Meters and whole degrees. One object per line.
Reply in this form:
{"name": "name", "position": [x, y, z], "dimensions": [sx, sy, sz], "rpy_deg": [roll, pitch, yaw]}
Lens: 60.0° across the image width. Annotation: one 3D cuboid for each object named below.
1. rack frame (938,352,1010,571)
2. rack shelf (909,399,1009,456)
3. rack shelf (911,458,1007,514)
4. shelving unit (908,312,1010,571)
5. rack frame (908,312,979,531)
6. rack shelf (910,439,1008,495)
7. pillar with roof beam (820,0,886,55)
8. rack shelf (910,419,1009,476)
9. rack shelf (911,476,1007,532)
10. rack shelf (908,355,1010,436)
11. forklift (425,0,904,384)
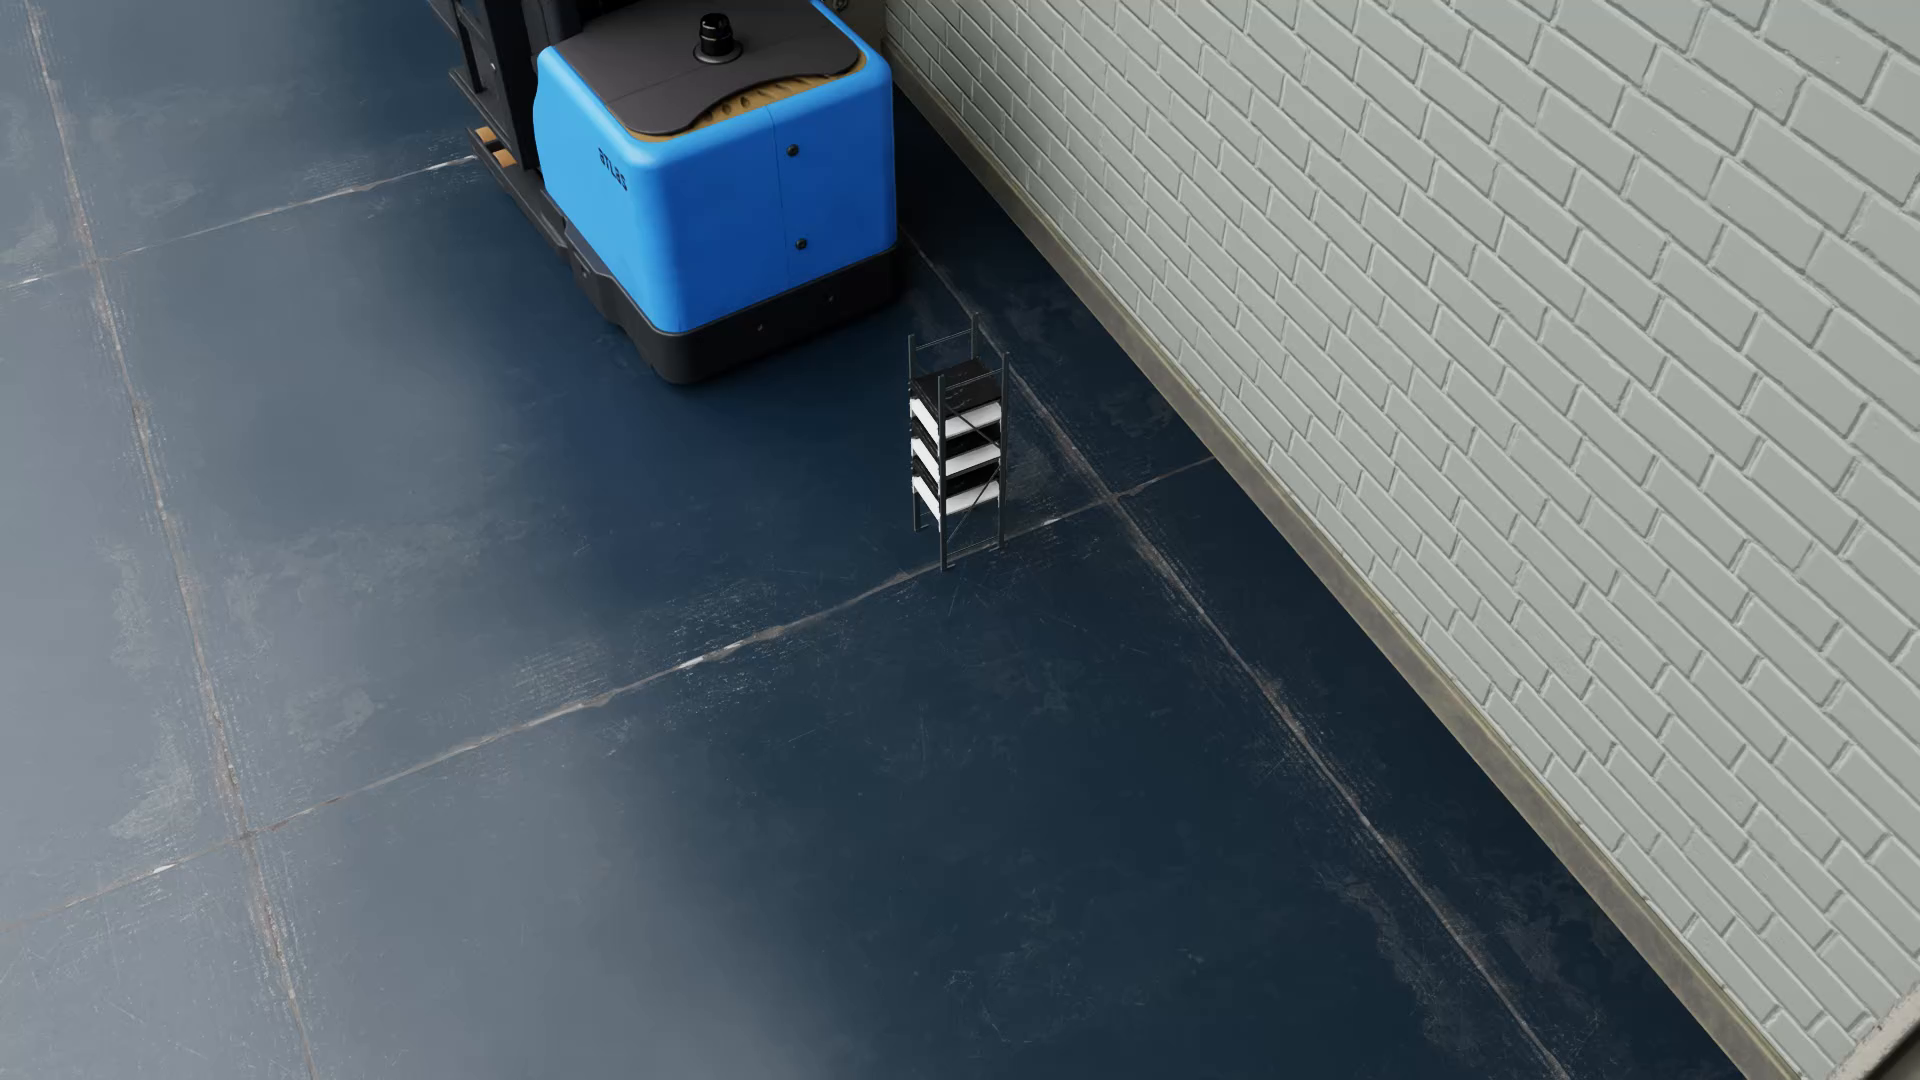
{"name": "rack frame", "position": [0.043, -0.234, 5.357], "dimensions": [0.240, 0.900, 0.006], "rpy_deg": [-21, 52, -18]}
{"name": "rack shelf", "position": [-0.004, -0.398, 5.306], "dimensions": [0.258, 0.077, 0.200], "rpy_deg": [-21, 52, -18]}
{"name": "rack shelf", "position": [-0.004, -0.220, 5.509], "dimensions": [0.258, 0.077, 0.200], "rpy_deg": [-21, 52, -18]}
{"name": "shelving unit", "position": [-0.004, -0.302, 5.416], "dimensions": [0.258, 0.900, 0.210], "rpy_deg": [-21, 52, -18]}
{"name": "rack frame", "position": [-0.050, -0.370, 5.476], "dimensions": [0.240, 0.900, 0.006], "rpy_deg": [-21, 52, -18]}
{"name": "rack shelf", "position": [-0.004, -0.280, 5.441], "dimensions": [0.258, 0.077, 0.200], "rpy_deg": [-21, 52, -18]}
{"name": "pillar with roof beam", "position": [-4.382, -3.747, 3.049], "dimensions": [9.100, 9.000, 0.400], "rpy_deg": [-21, 52, -18]}
{"name": "rack shelf", "position": [-0.004, -0.339, 5.373], "dimensions": [0.258, 0.077, 0.200], "rpy_deg": [-21, 52, -18]}
{"name": "rack shelf", "position": [-0.004, -0.161, 5.577], "dimensions": [0.258, 0.077, 0.200], "rpy_deg": [-21, 52, -18]}
{"name": "rack shelf", "position": [-0.004, -0.458, 5.238], "dimensions": [0.258, 0.077, 0.200], "rpy_deg": [-21, 52, -18]}
{"name": "forklift", "position": [-1.448, -2.633, 6.106], "dimensions": [1.130, 2.935, 3.031], "rpy_deg": [-26, 54, -21]}
